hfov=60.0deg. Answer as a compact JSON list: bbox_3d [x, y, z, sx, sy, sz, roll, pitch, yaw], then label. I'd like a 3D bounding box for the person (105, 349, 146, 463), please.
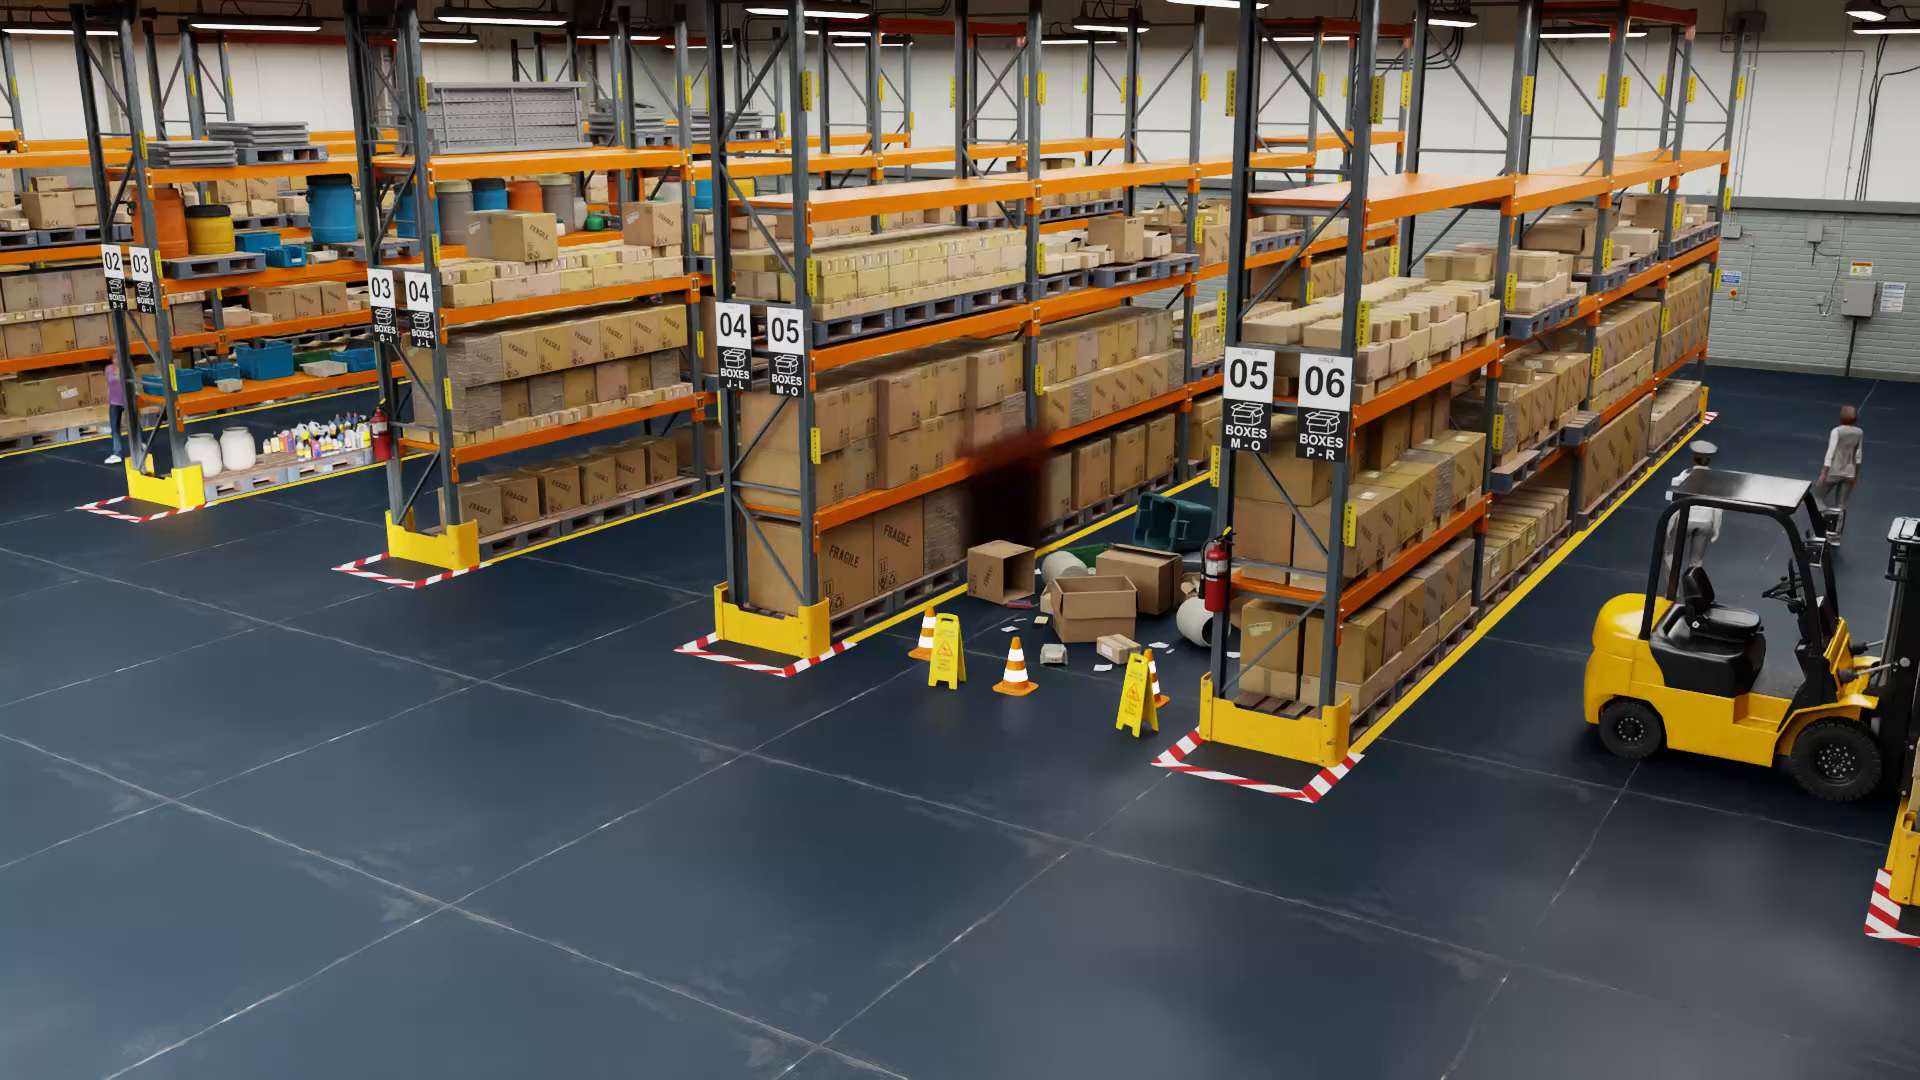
[{"bbox_3d":[-11.603,-1.895,23.070,0.479,1.536,0.979,-1,16,-5],"label":"person"}]

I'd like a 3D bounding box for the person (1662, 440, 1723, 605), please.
[{"bbox_3d":[7.333,-0.138,16.632,0.519,1.707,0.367,2,16,7],"label":"person"}]

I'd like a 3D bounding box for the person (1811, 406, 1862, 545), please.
[{"bbox_3d":[9.976,-0.722,18.865,0.446,1.612,0.372,-1,16,-2],"label":"person"}]
